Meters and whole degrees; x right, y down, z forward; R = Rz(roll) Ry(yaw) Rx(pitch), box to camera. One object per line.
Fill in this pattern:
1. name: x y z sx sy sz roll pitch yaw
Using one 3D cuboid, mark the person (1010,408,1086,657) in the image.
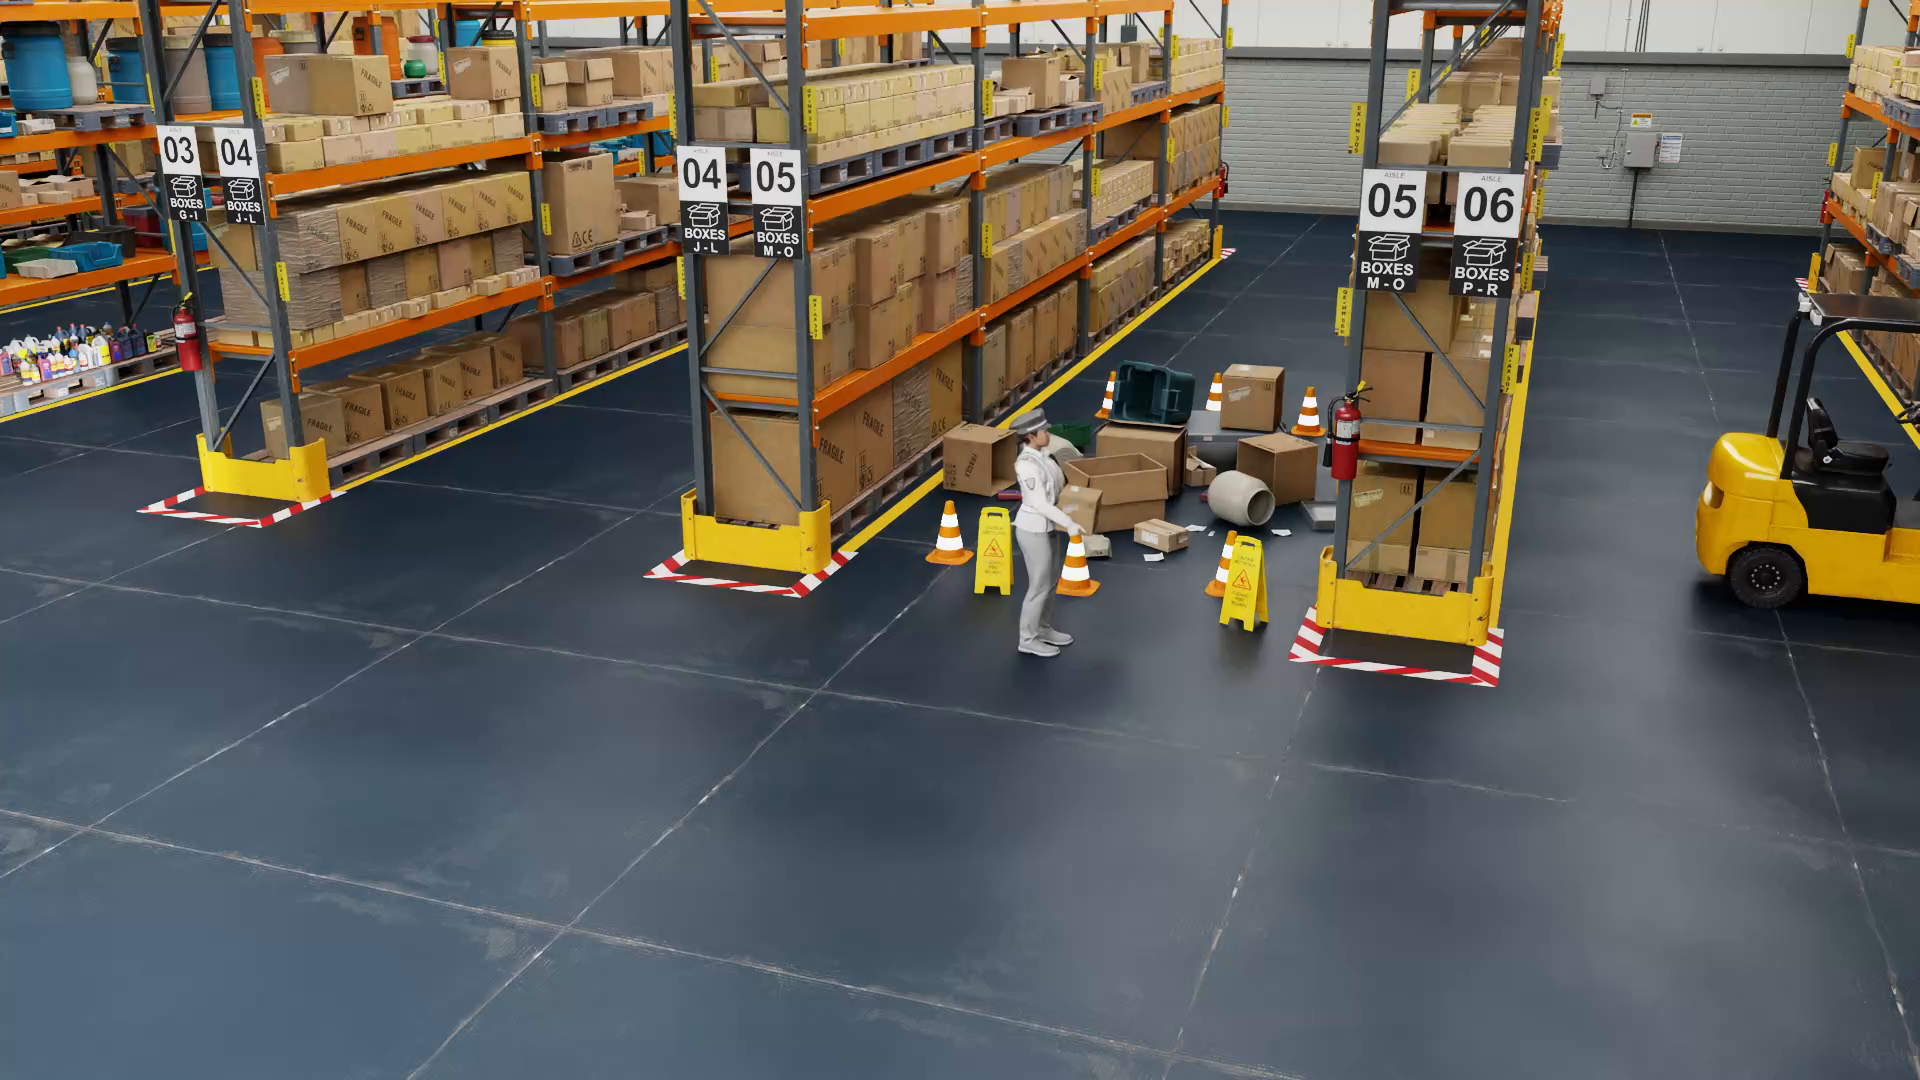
1. person: 0.598 -0.060 11.203 0.553 1.686 0.459 5 19 13
